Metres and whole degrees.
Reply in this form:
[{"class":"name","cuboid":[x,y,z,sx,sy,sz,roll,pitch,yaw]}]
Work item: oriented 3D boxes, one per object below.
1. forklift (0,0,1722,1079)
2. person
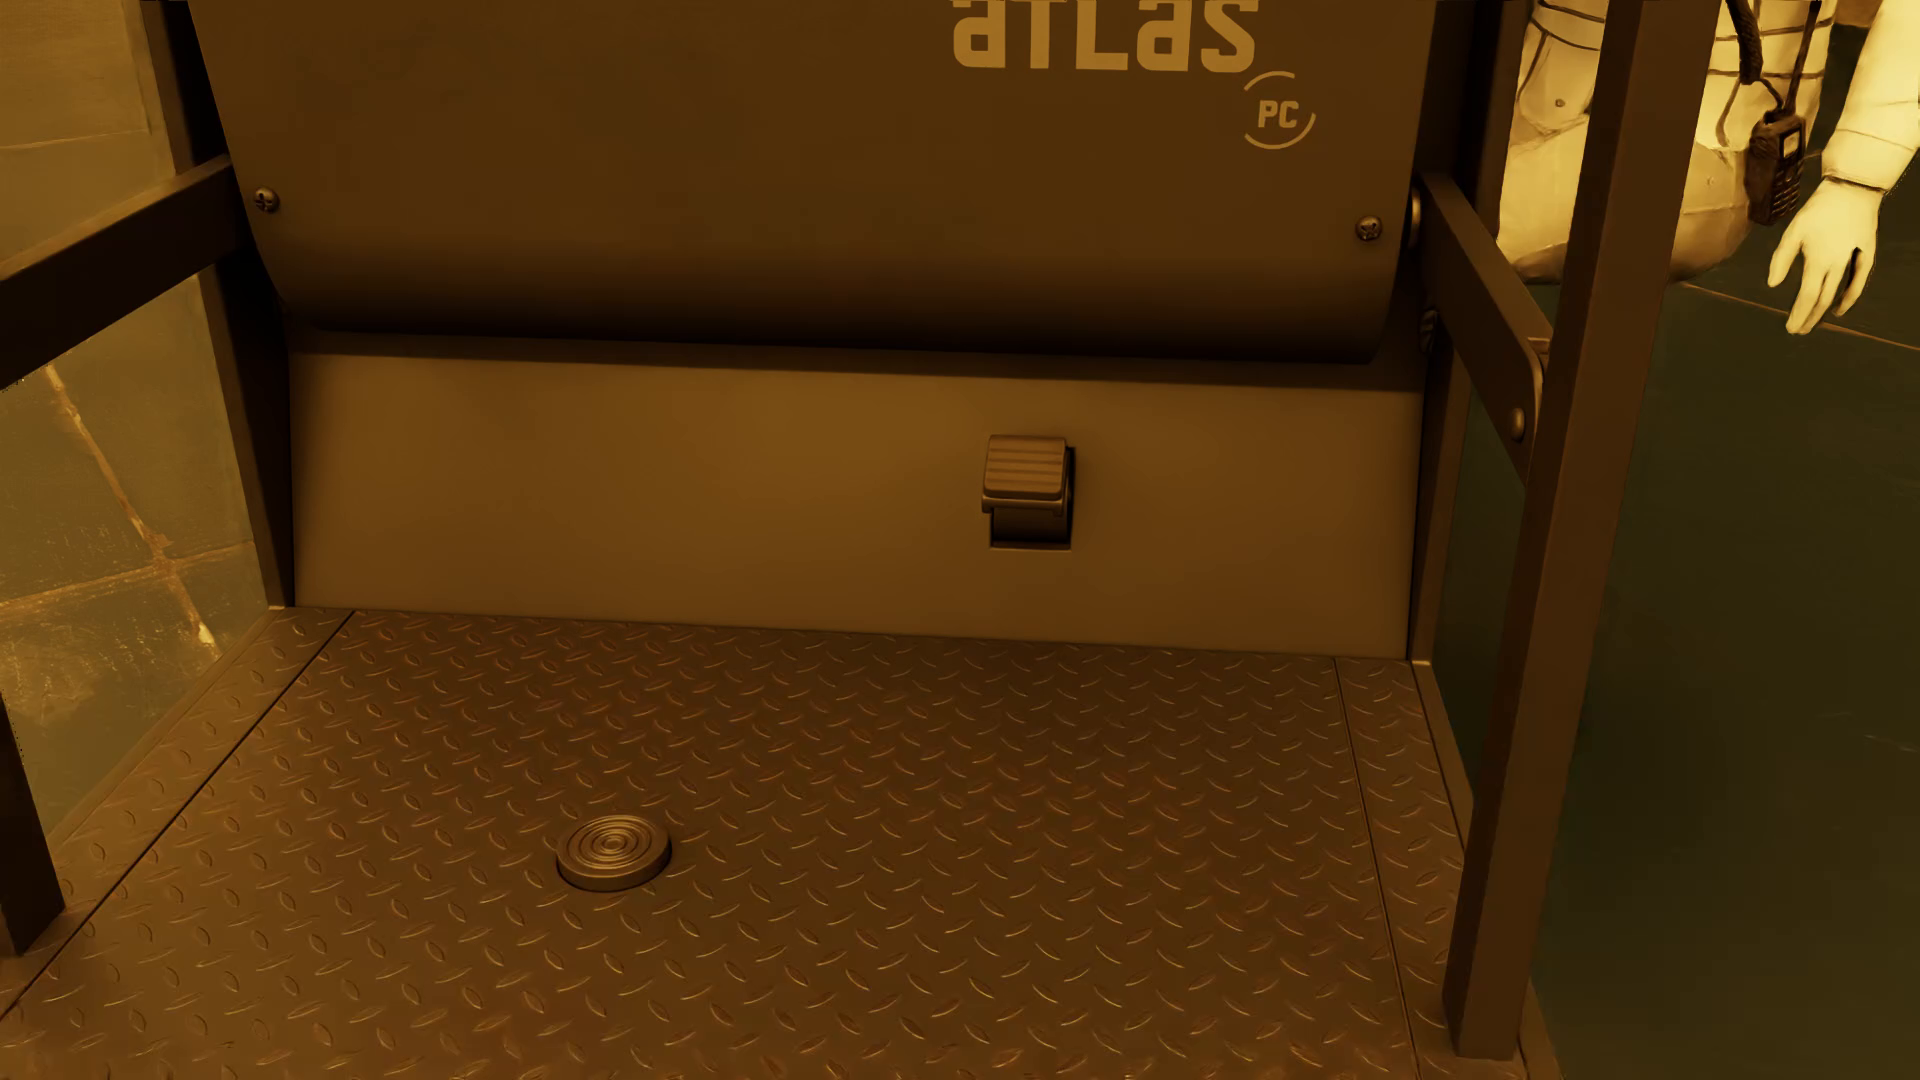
[{"class":"forklift","cuboid":[-0.136,-0.813,0.851,1.130,2.935,3.031,2,27,5]},{"class":"person","cuboid":[0.584,-0.415,1.843,0.858,1.461,0.738,-19,33,-33]}]
